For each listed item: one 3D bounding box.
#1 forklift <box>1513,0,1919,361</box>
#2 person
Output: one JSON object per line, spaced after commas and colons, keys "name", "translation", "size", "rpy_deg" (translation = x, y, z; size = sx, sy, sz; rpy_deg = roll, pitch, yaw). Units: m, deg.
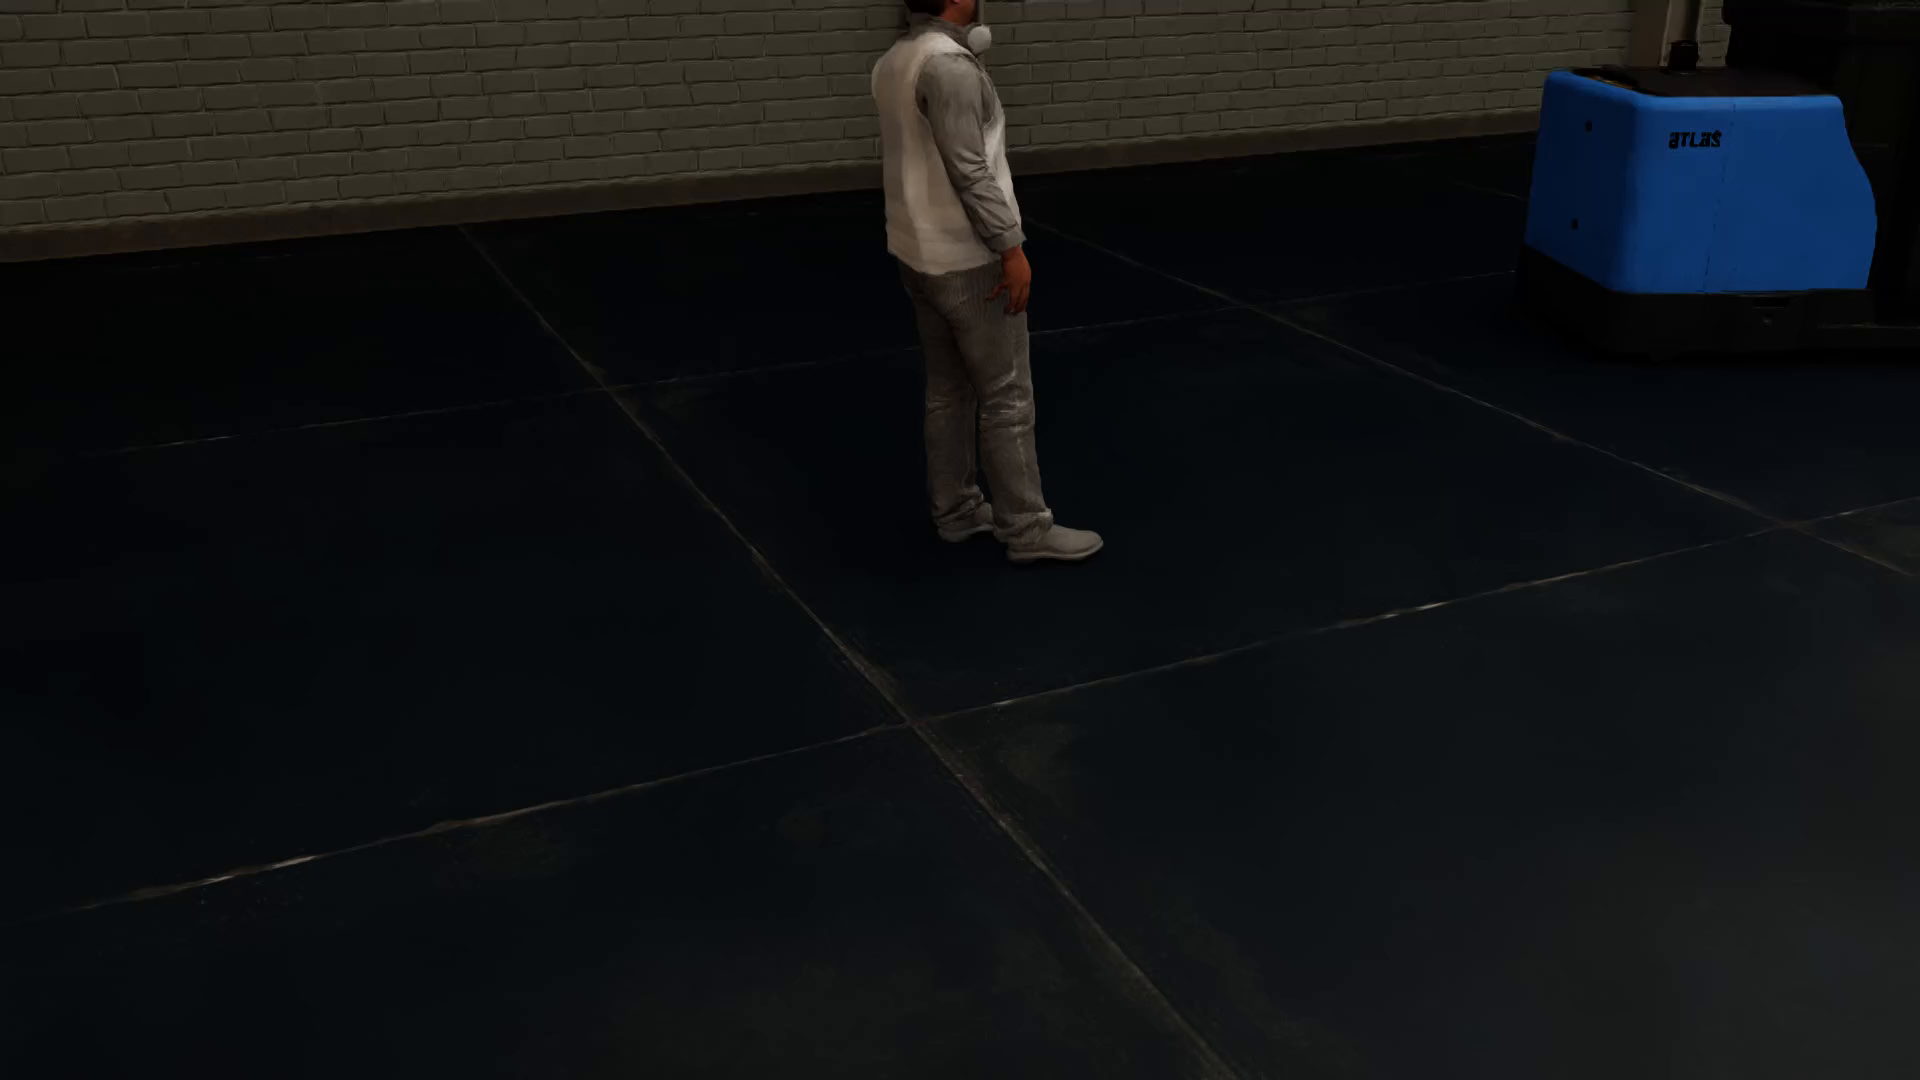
{"name": "forklift", "translation": [4.088, -2.299, 6.821], "size": [3.031, 2.935, 1.130], "rpy_deg": [-2, 23, -5]}
{"name": "person", "translation": [0.060, -0.833, 4.781], "size": [0.567, 1.773, 0.632], "rpy_deg": [-10, 25, -23]}
